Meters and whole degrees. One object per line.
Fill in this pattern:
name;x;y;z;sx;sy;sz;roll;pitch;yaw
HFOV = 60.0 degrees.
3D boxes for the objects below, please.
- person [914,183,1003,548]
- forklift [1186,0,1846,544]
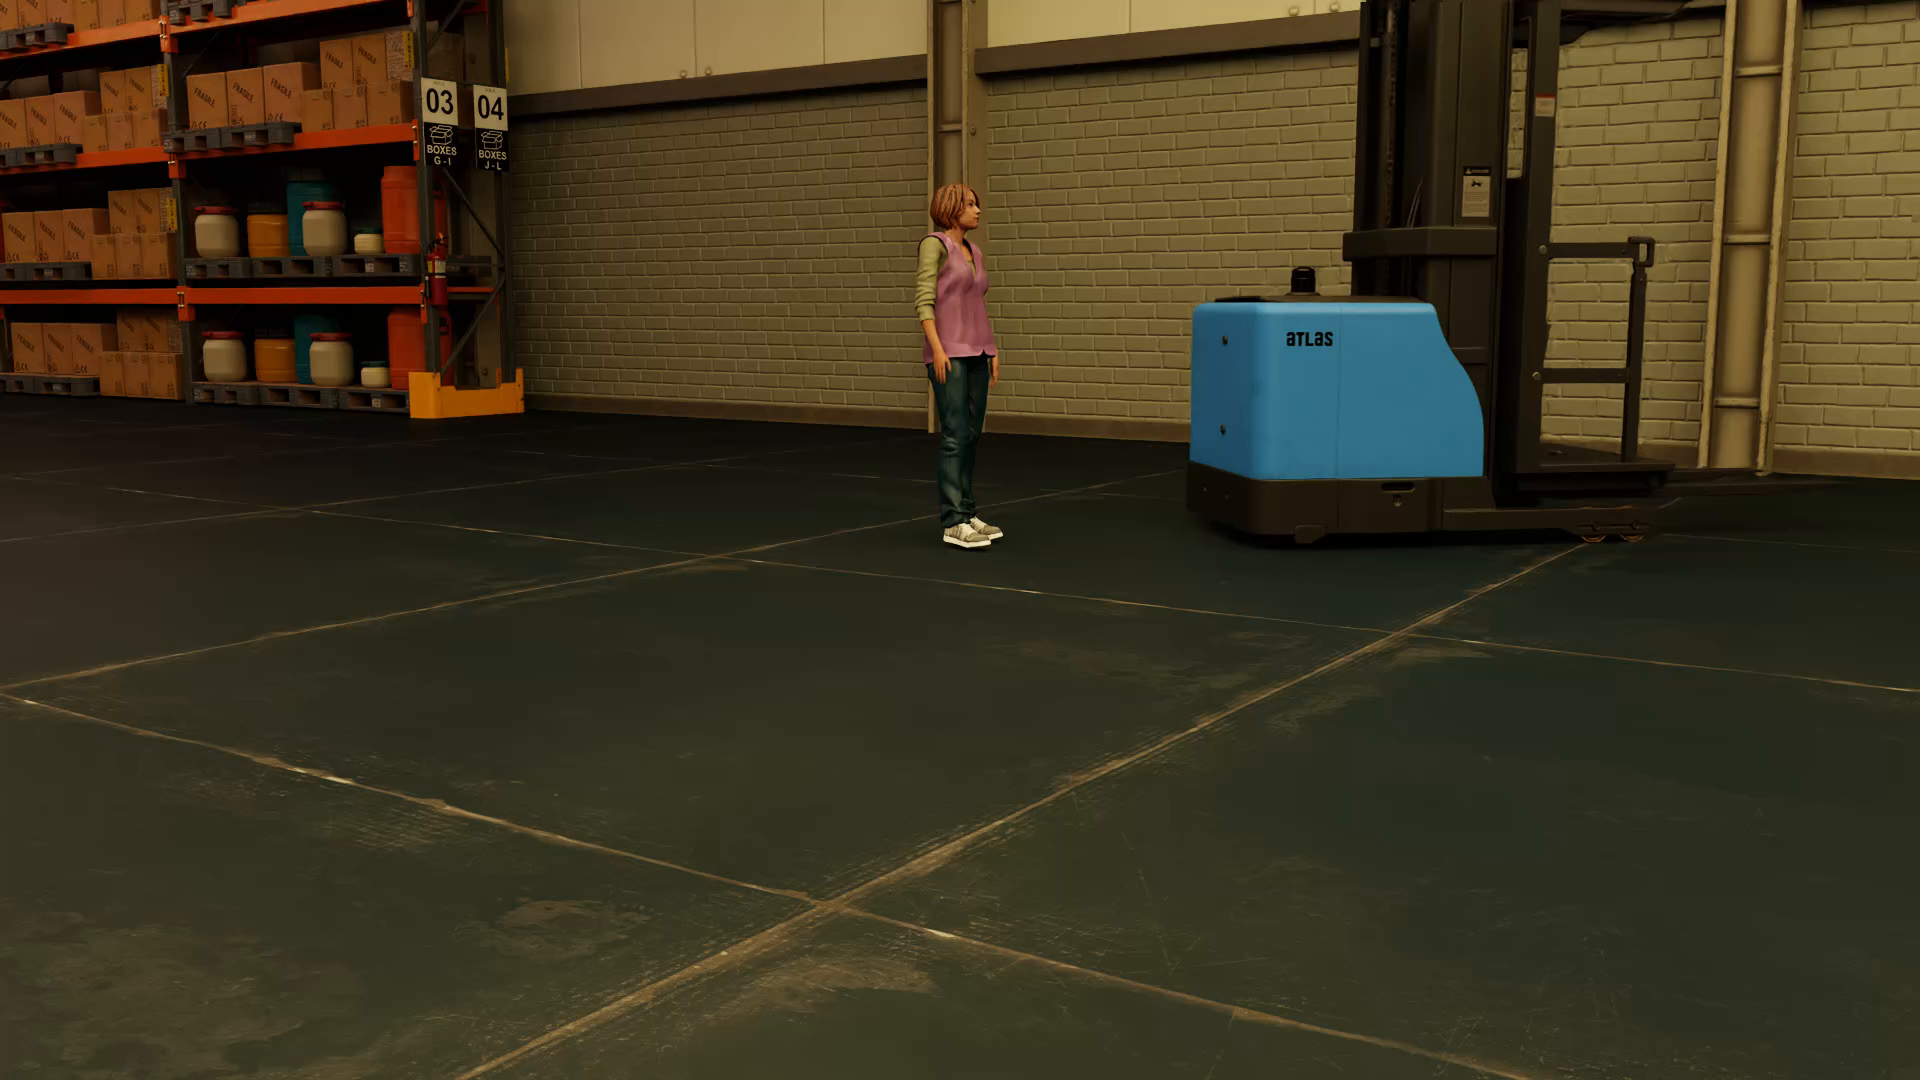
person;0.054;-0.790;7.438;0.473;1.599;0.521;5;10;34
forklift;2.677;-1.509;7.805;3.031;2.935;1.130;-1;8;-10
